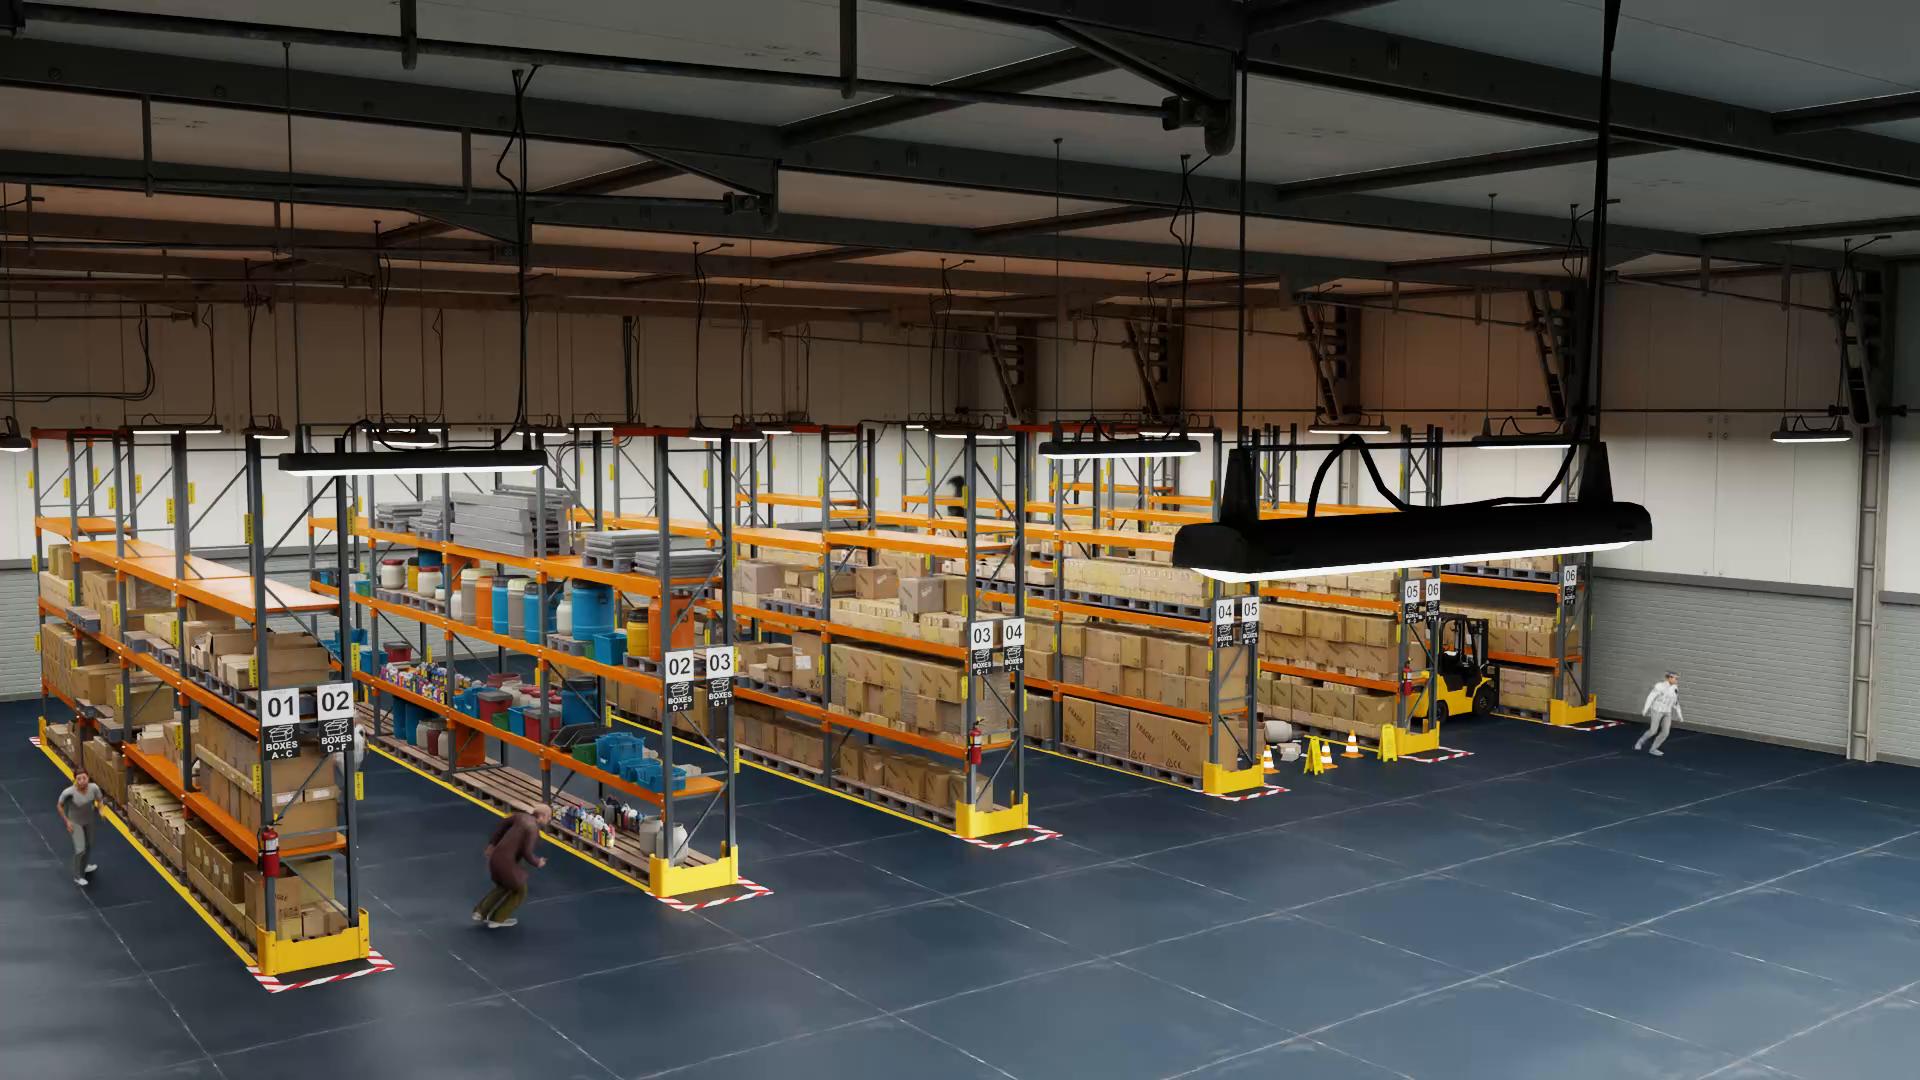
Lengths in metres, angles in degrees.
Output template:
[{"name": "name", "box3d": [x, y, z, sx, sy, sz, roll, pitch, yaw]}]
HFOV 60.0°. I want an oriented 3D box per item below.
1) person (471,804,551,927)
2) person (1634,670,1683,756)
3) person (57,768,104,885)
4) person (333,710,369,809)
[{"name": "person", "box3d": [-5.477, 3.990, 20.315, 0.923, 1.499, 0.736, -3, 6, -38]}, {"name": "person", "box3d": [12.795, 3.145, 30.413, 0.728, 1.590, 0.628, -1, 5, -18]}, {"name": "person", "box3d": [-11.770, 3.801, 22.303, 0.860, 1.596, 0.632, 3, 5, 32]}, {"name": "person", "box3d": [-9.564, 3.486, 26.018, 0.815, 1.683, 0.549, 3, 5, 32]}]
